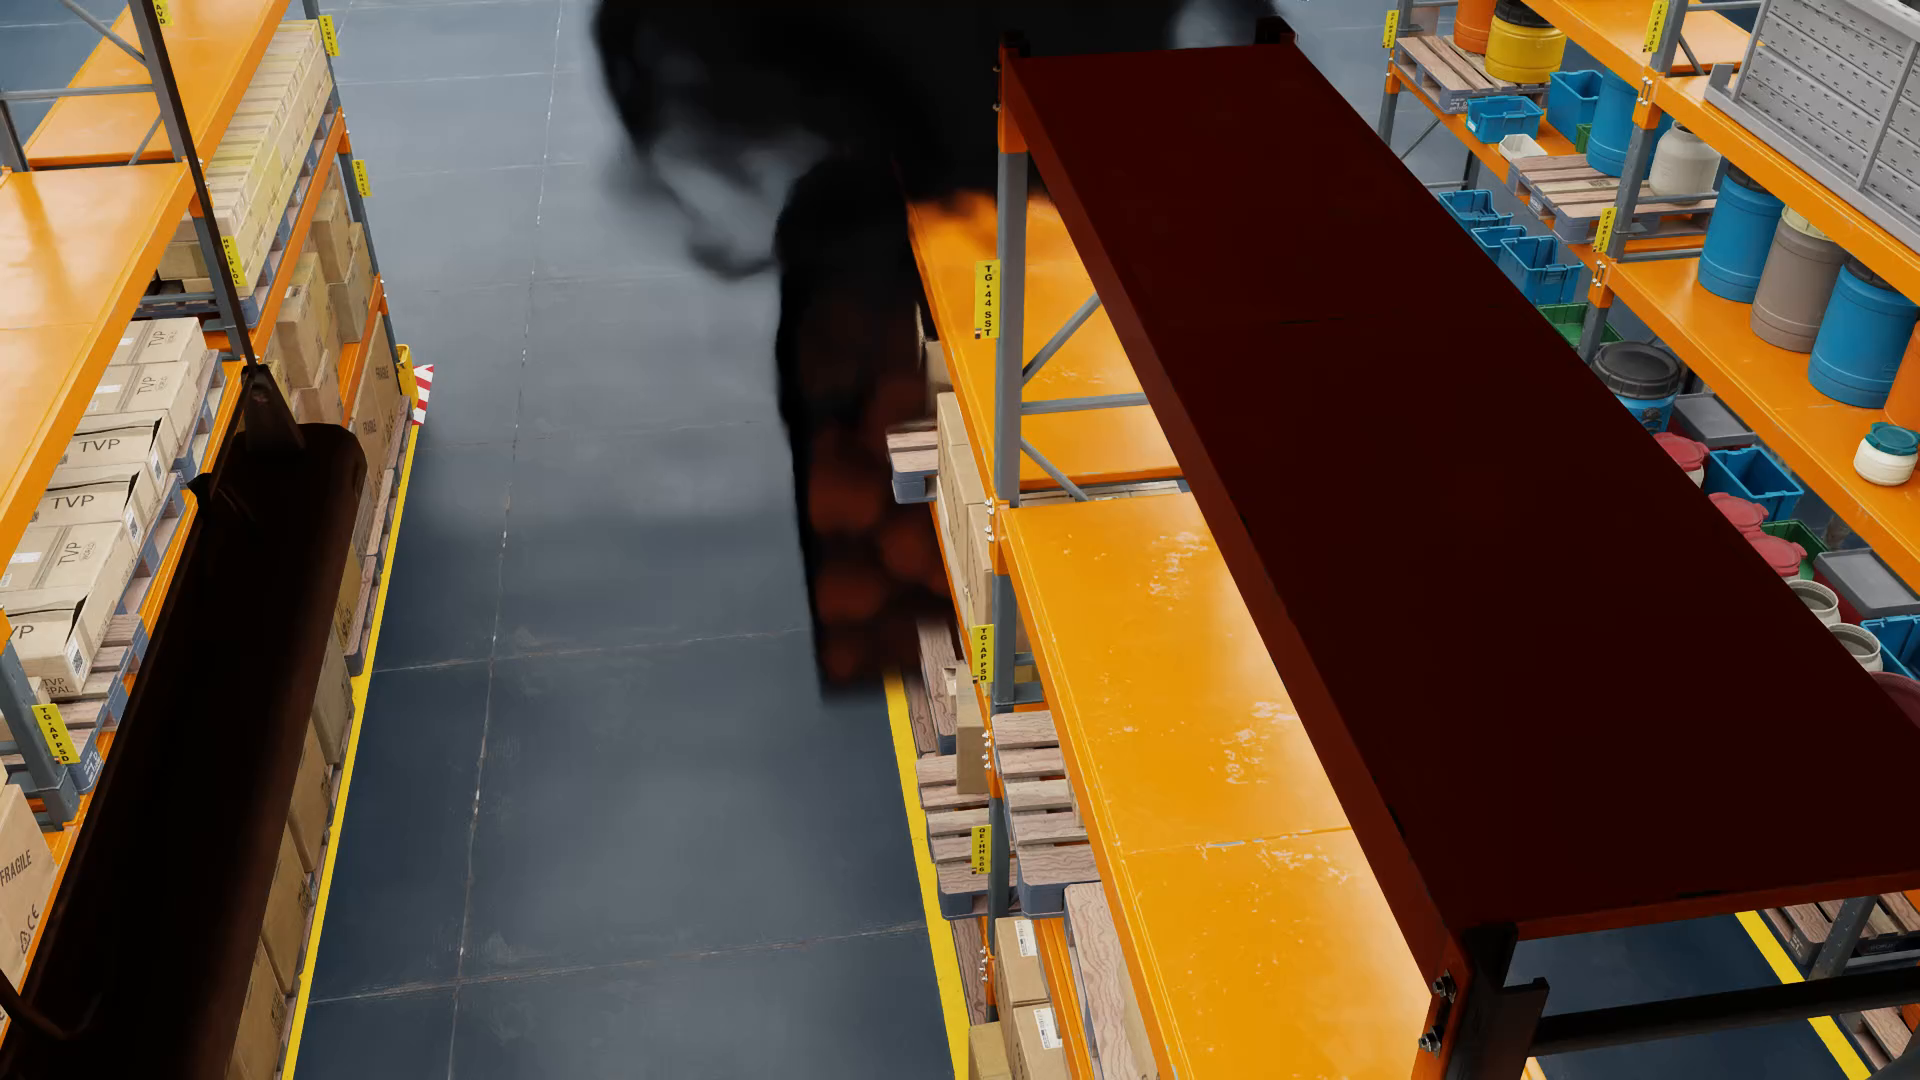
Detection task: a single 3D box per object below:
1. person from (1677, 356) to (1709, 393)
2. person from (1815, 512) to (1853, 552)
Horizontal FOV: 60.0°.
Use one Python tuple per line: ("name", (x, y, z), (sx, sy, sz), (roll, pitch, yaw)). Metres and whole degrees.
("person", (6.258, -1.742, 14.054), (0.676, 1.602, 0.788), (-1, 36, -2))
("person", (6.714, -0.400, 12.111), (0.607, 1.709, 0.880), (-4, 36, -5))
